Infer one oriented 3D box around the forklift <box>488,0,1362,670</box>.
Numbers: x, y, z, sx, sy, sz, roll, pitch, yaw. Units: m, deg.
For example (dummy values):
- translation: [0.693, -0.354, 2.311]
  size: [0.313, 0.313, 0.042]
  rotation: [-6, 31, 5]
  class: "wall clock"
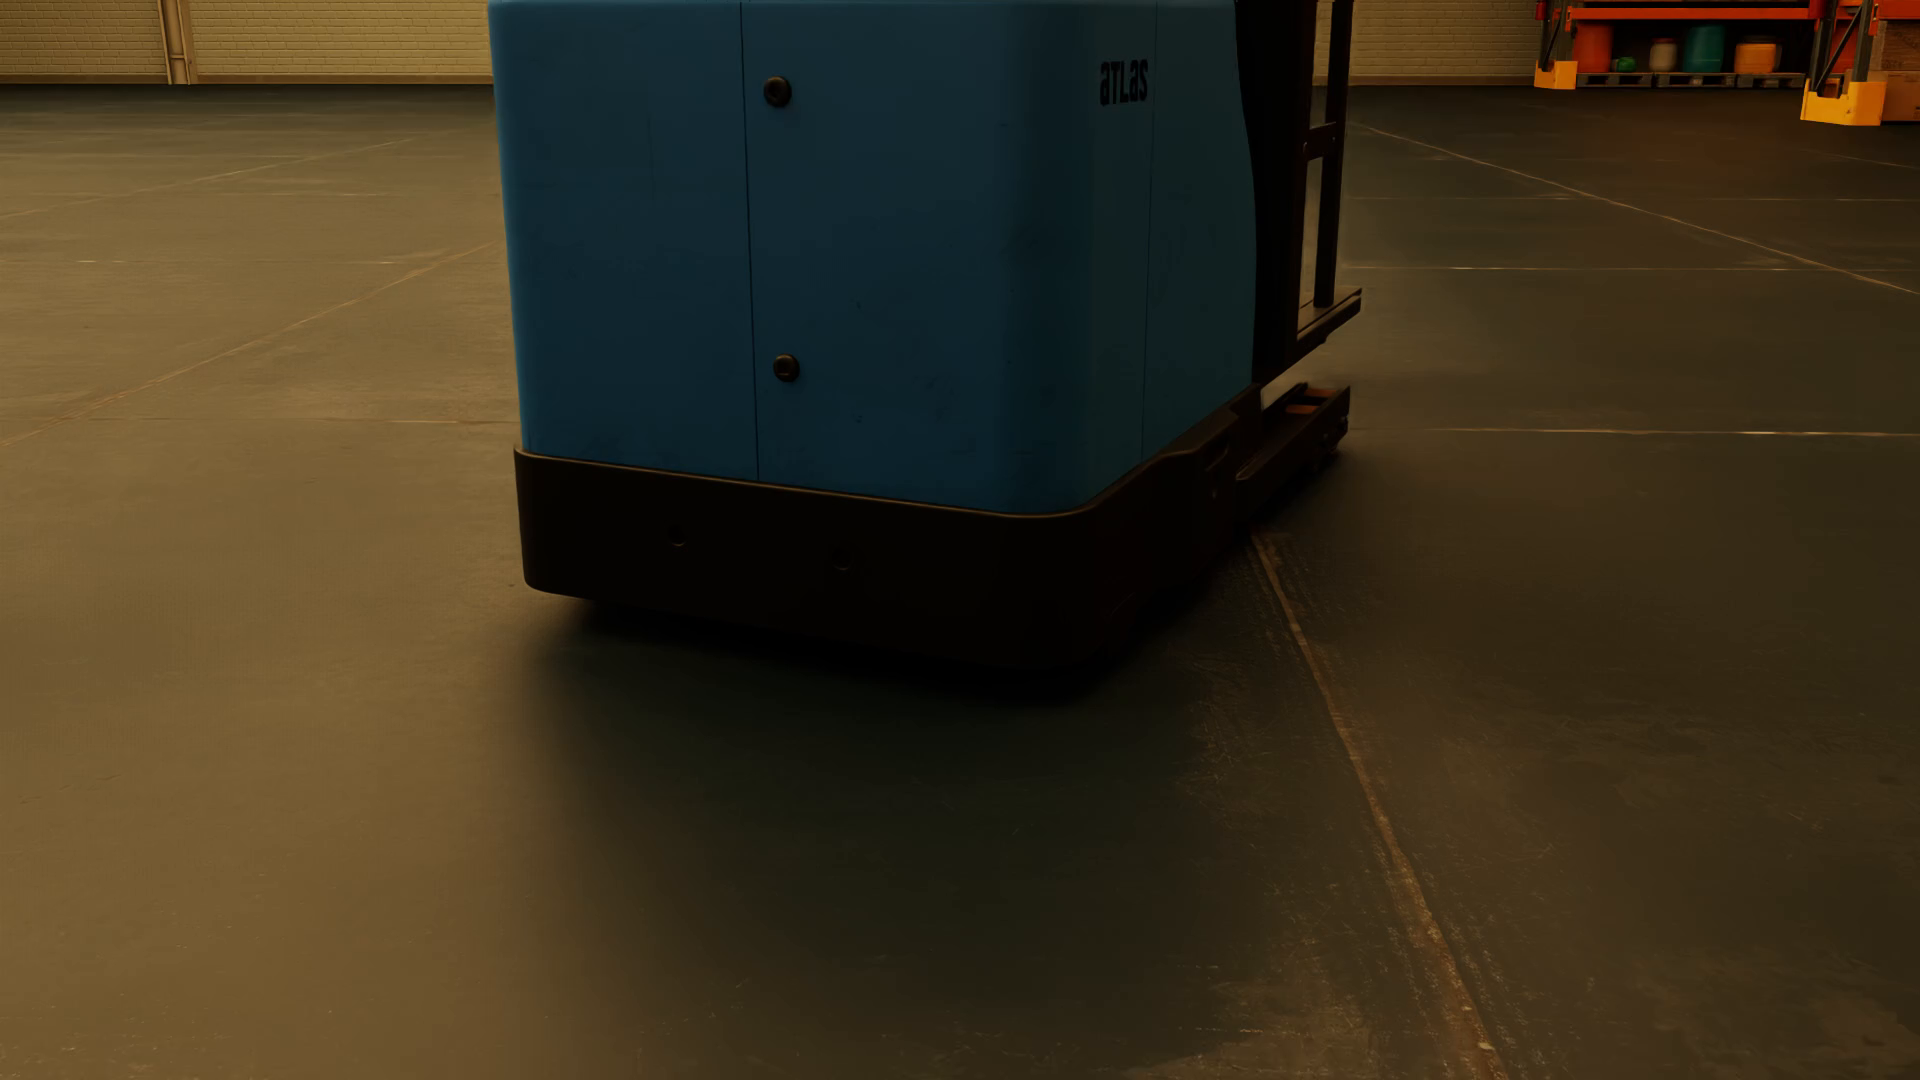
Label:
- translation: [0.303, -1.598, 3.577]
  size: [1.130, 2.935, 3.031]
  rotation: [8, 19, 23]
  class: "forklift"
